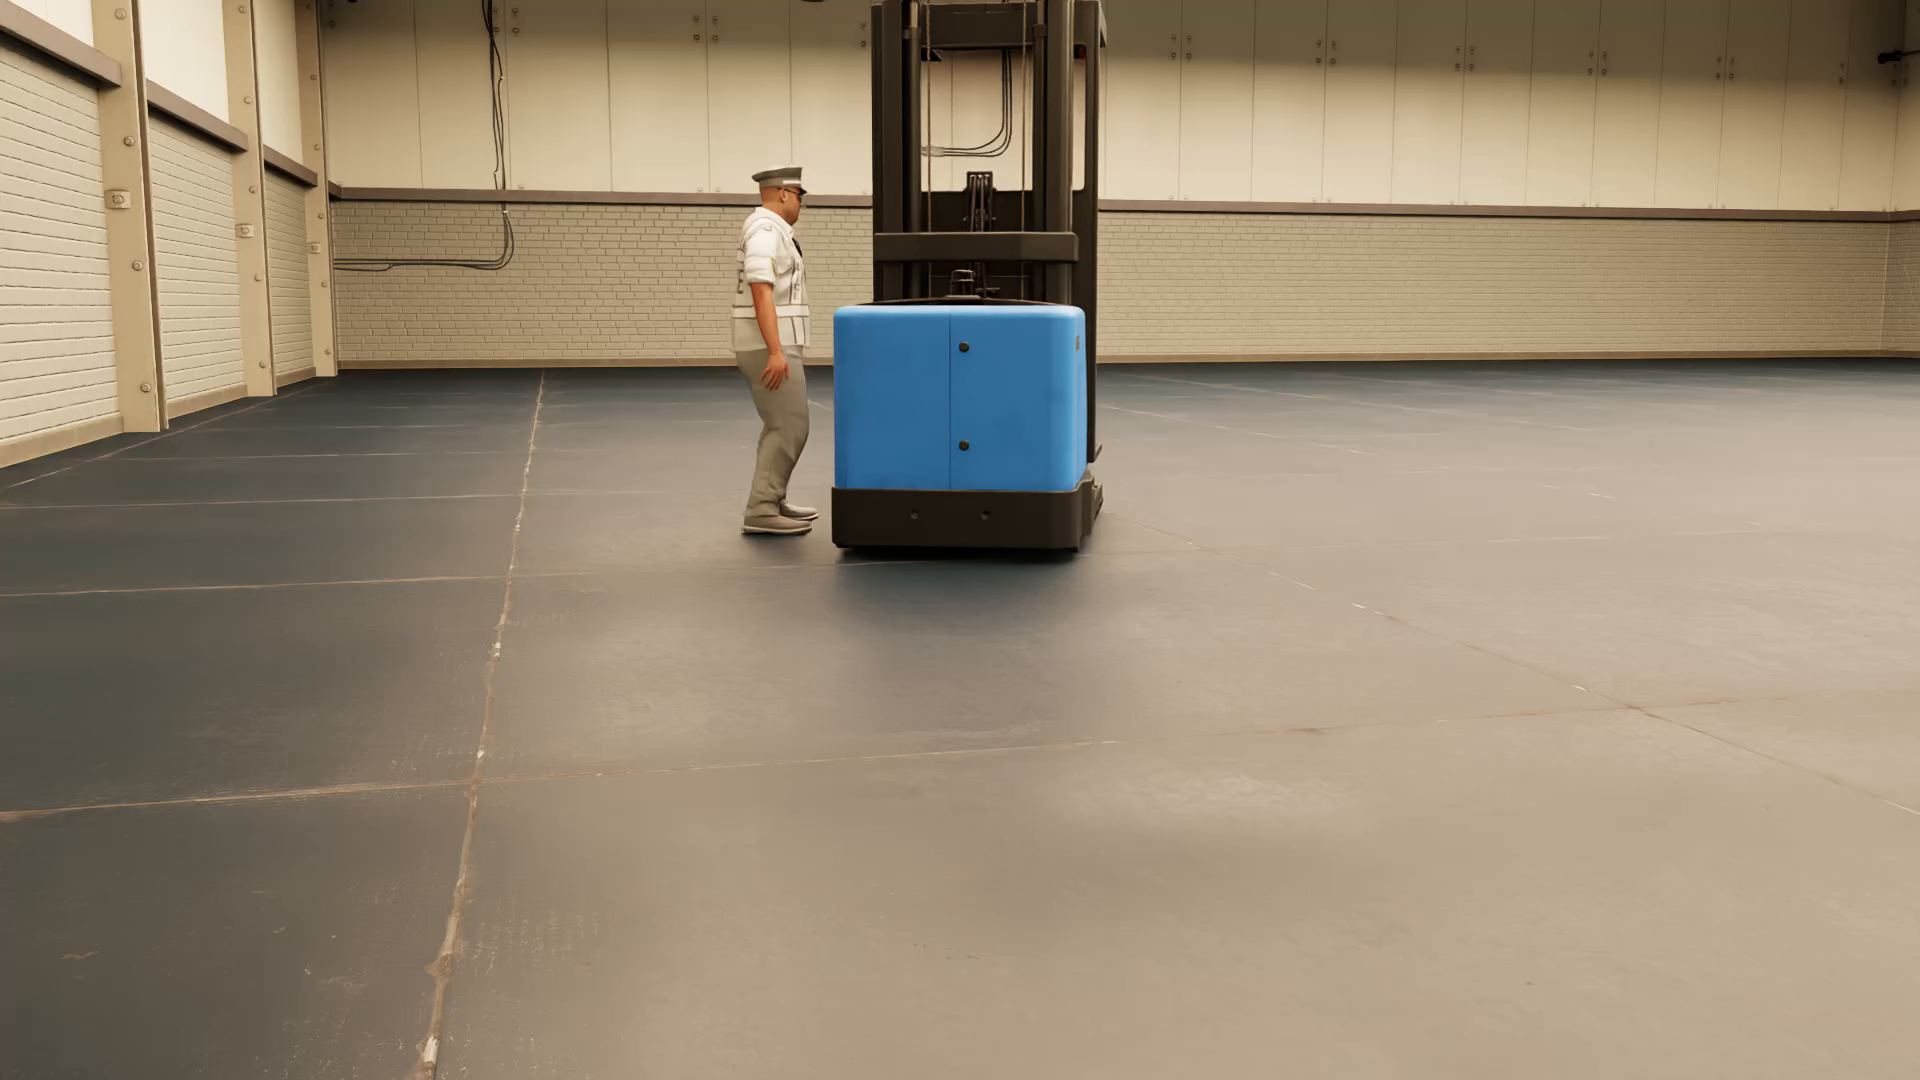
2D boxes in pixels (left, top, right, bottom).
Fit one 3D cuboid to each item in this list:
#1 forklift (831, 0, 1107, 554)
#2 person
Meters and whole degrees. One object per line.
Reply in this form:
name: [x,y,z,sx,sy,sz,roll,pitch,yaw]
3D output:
forklift: [0.153,-1.559,8.269,1.130,2.935,3.031,1,8,7]
person: [-0.872,-0.910,7.956,0.450,1.733,0.749,-2,8,-12]
